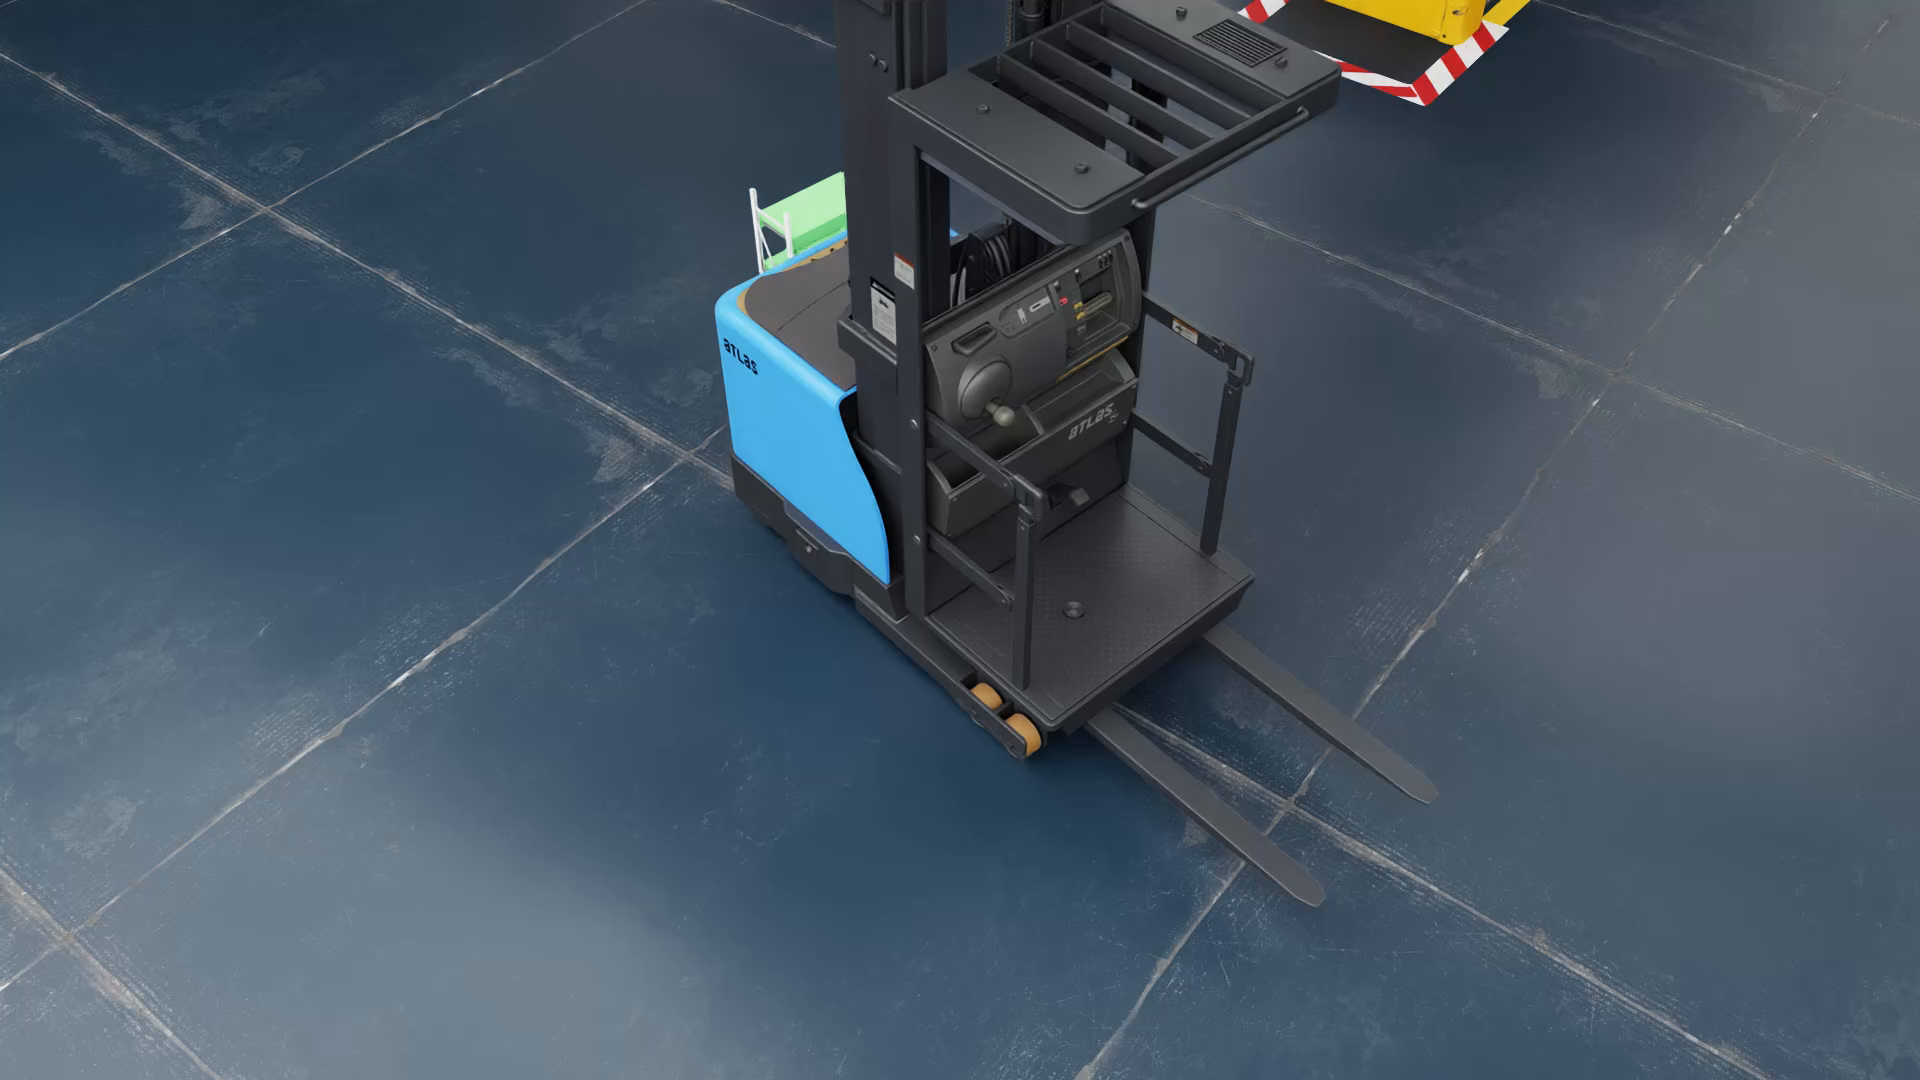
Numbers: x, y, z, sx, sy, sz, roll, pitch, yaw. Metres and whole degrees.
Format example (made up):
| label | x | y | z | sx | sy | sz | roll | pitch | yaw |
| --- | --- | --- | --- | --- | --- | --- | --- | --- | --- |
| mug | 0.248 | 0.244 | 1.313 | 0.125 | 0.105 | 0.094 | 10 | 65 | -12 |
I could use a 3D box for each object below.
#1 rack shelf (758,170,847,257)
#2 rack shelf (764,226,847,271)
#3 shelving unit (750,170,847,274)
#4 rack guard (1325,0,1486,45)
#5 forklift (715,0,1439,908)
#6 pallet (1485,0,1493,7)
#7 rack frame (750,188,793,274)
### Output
| label | x | y | z | sx | sy | sz | roll | pitch | yaw |
| --- | --- | --- | --- | --- | --- | --- | --- | --- | --- |
| rack shelf | -0.564 | -1.317 | 6.766 | 0.480 | 0.148 | 0.258 | -33 | 54 | -27 |
| rack shelf | -0.562 | -1.150 | 6.937 | 0.480 | 0.148 | 0.258 | -33 | 54 | -27 |
| shelving unit | -0.560 | -1.027 | 7.064 | 0.503 | 1.200 | 0.258 | -33 | 54 | -27 |
| rack guard | 2.528 | -3.384 | 9.802 | 1.175 | 0.500 | 0.348 | 29 | 53 | 25 |
| forklift | 0.405 | -0.629 | 5.488 | 1.130 | 2.935 | 3.031 | -33 | 55 | -27 |
| pallet | 3.029 | -3.747 | 10.348 | 1.003 | 0.211 | 1.213 | 29 | 53 | 25 |
| rack frame | -0.742 | -0.909 | 6.951 | 0.015 | 1.200 | 0.240 | -33 | 54 | -27 |
